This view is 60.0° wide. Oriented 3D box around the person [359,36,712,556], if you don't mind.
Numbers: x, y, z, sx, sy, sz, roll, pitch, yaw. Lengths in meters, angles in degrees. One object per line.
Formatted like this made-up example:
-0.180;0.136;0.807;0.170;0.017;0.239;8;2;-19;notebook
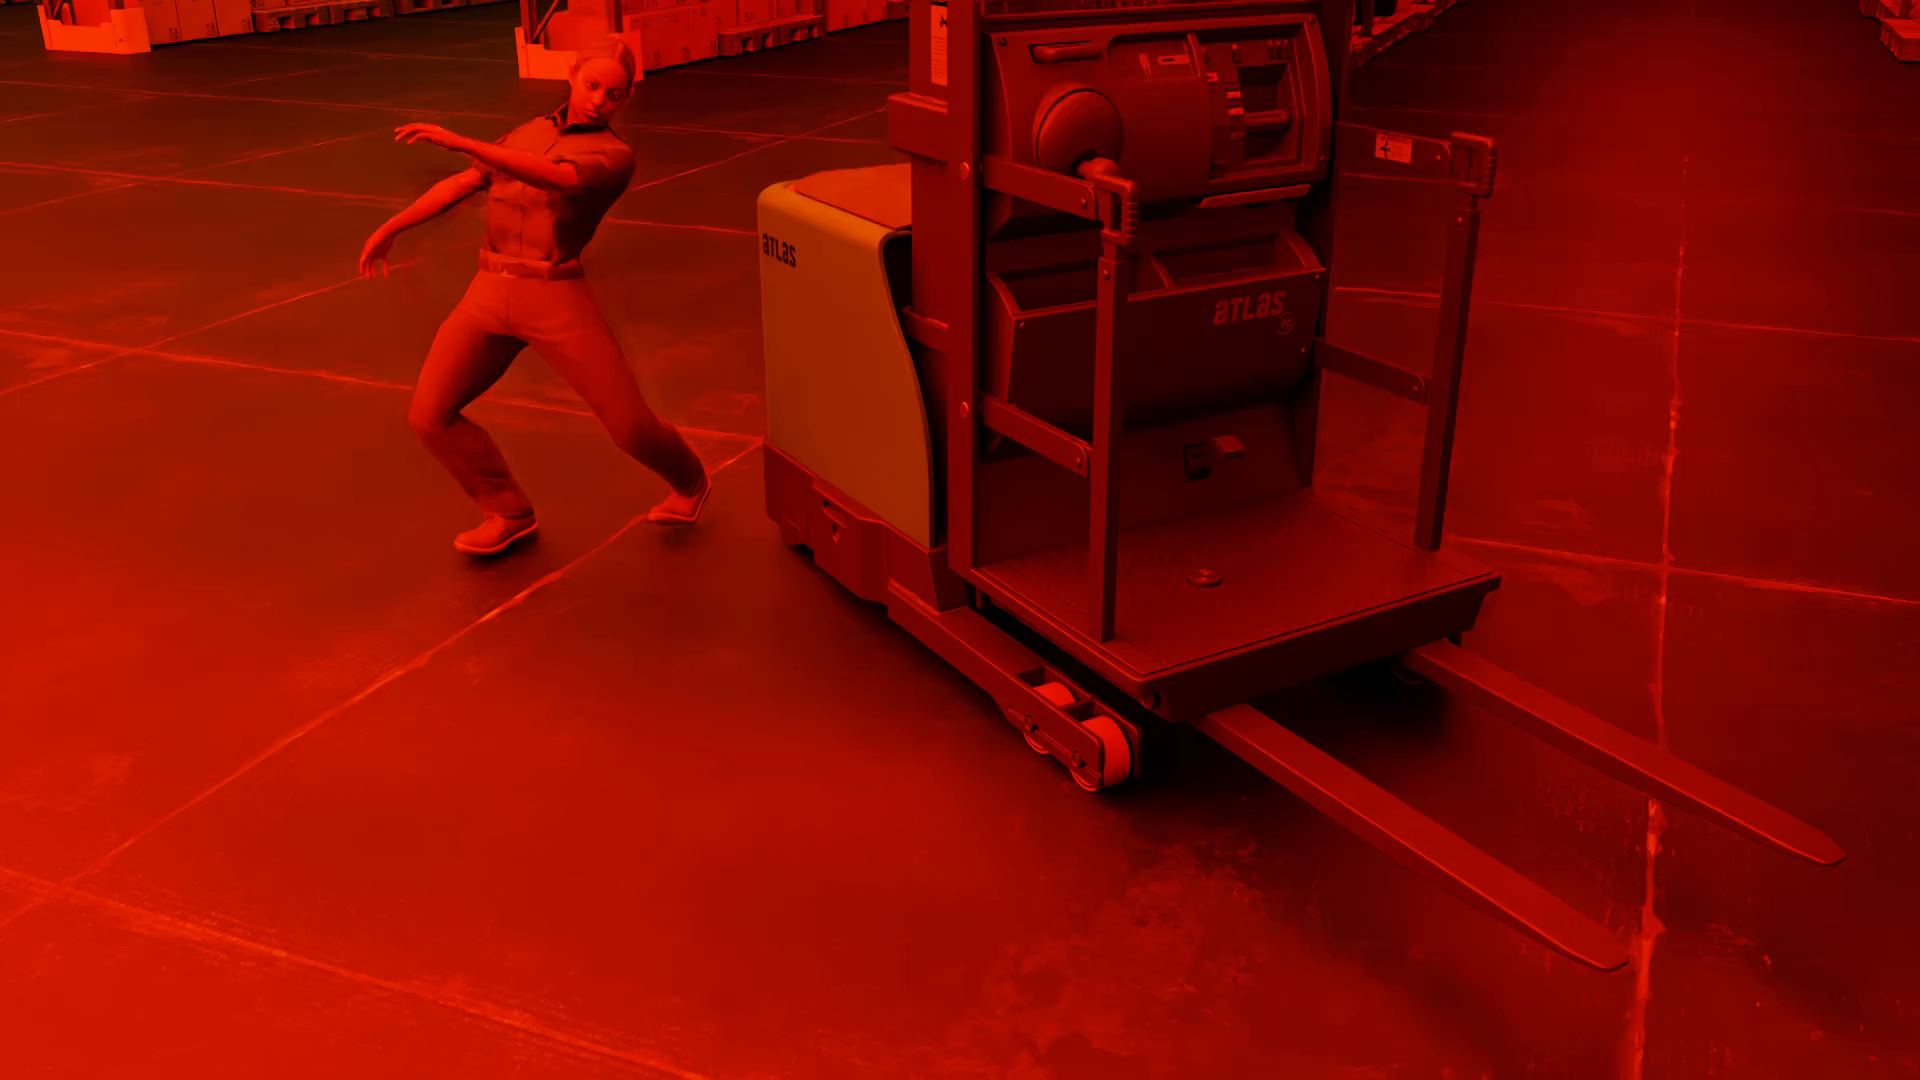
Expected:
-1.281;-0.664;4.739;0.877;1.457;0.809;7;24;16;person

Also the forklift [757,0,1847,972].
0.594;-0.991;3.664;1.130;2.935;3.031;-13;26;-28;forklift
